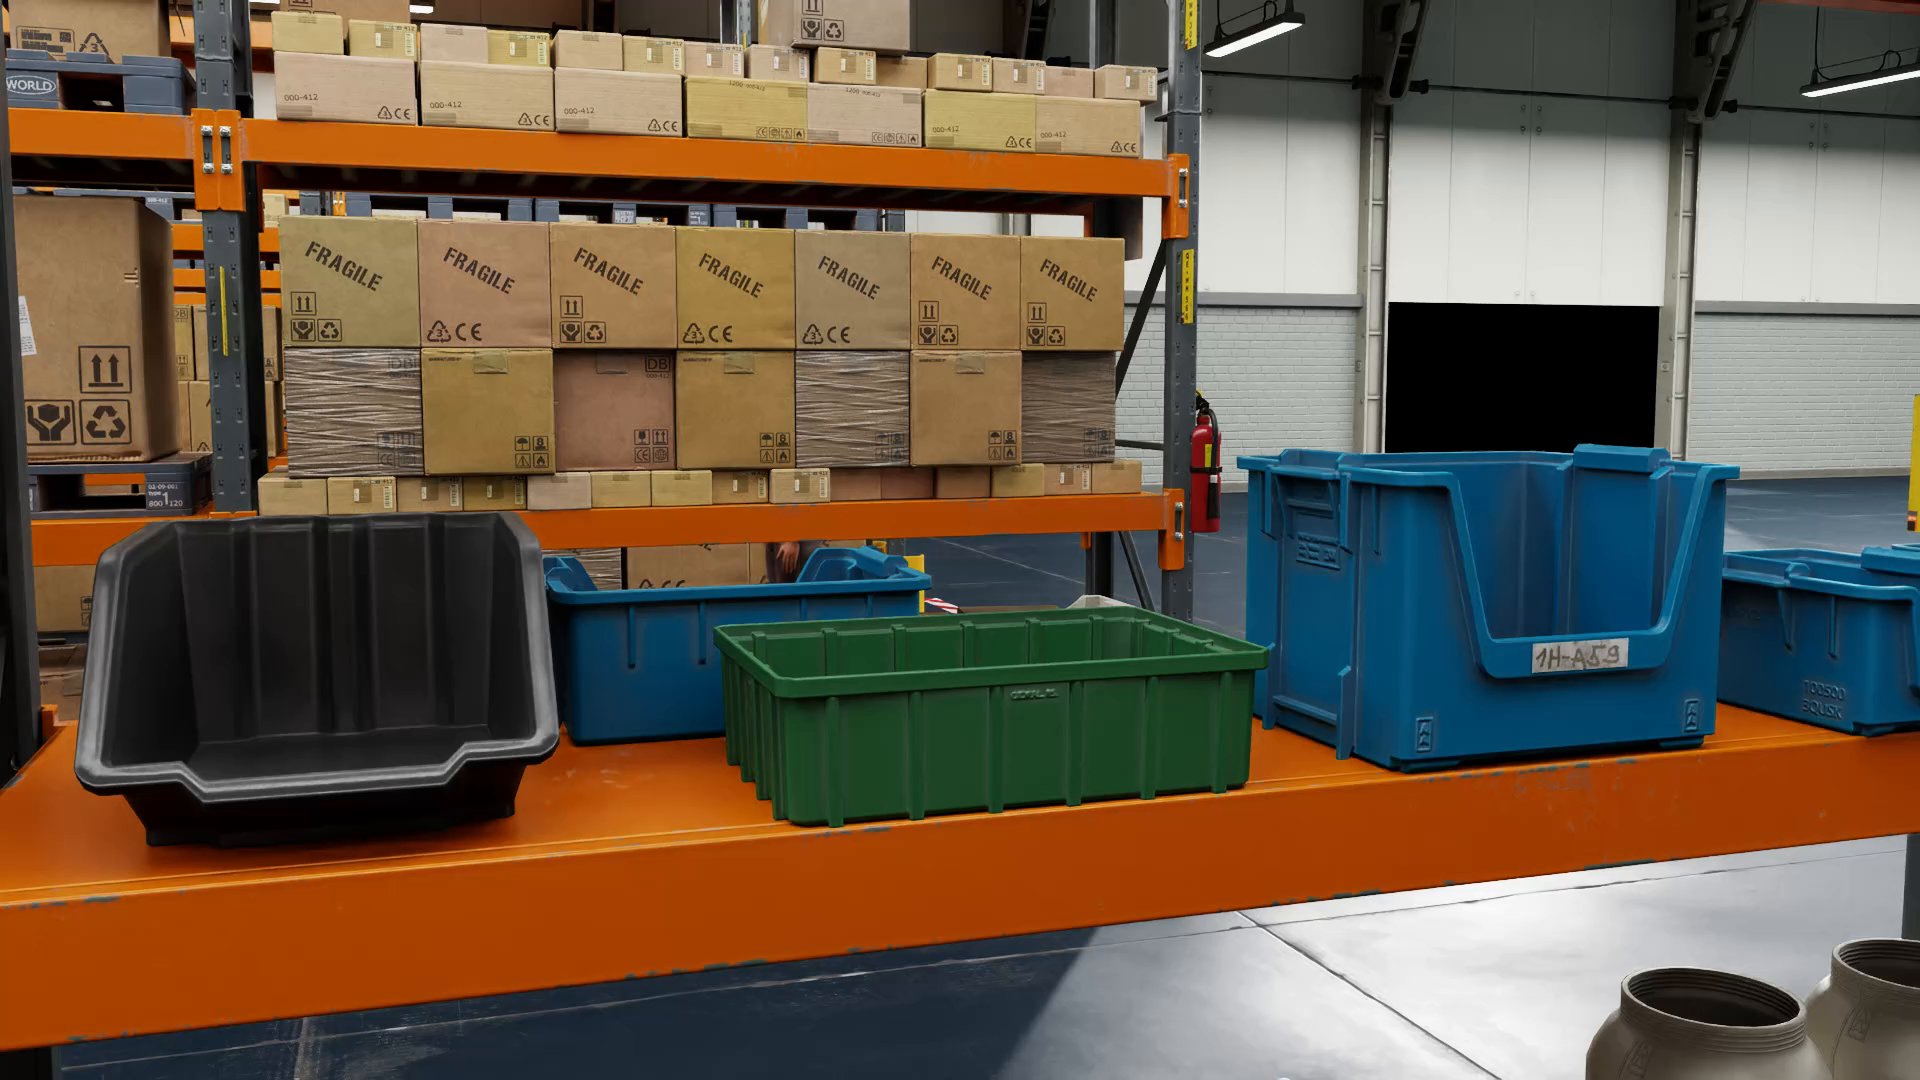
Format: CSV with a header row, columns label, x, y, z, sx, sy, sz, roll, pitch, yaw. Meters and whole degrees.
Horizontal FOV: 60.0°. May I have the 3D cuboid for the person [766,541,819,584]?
label,x,y,z,sx,sy,sz,roll,pitch,yaw
person,-0.998,0.023,9.625,0.373,1.728,0.534,-2,6,-18
